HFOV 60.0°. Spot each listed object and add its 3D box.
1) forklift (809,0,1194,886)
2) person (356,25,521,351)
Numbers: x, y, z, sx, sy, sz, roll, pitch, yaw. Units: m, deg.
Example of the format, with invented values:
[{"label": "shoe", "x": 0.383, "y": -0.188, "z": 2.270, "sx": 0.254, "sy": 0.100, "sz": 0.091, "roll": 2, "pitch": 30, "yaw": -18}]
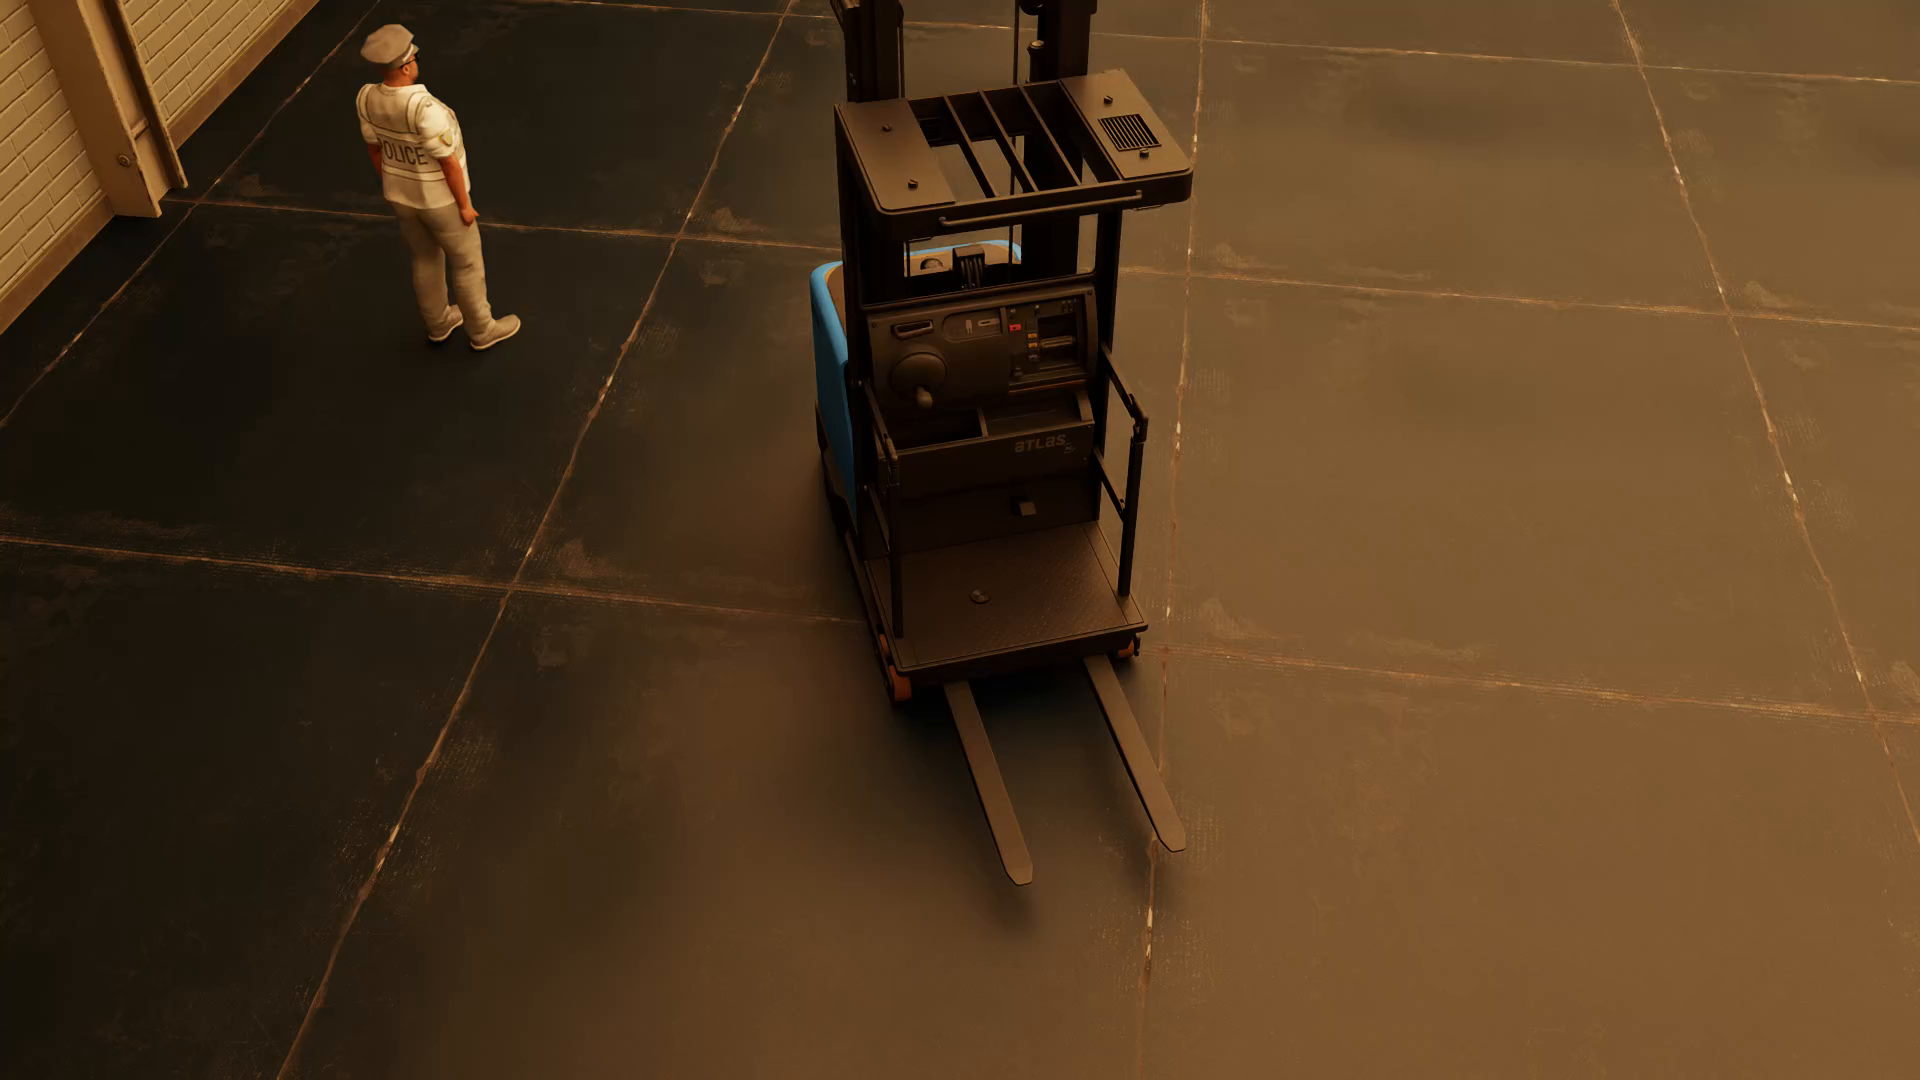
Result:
[{"label": "forklift", "x": 0.153, "y": -0.681, "z": 6.465, "sx": 1.130, "sy": 2.935, "sz": 3.031, "roll": -10, "pitch": 44, "yaw": -11}, {"label": "person", "x": -2.712, "y": -1.783, "z": 8.523, "sx": 0.522, "sy": 1.775, "sz": 0.401, "roll": 15, "pitch": 45, "yaw": 16}]
